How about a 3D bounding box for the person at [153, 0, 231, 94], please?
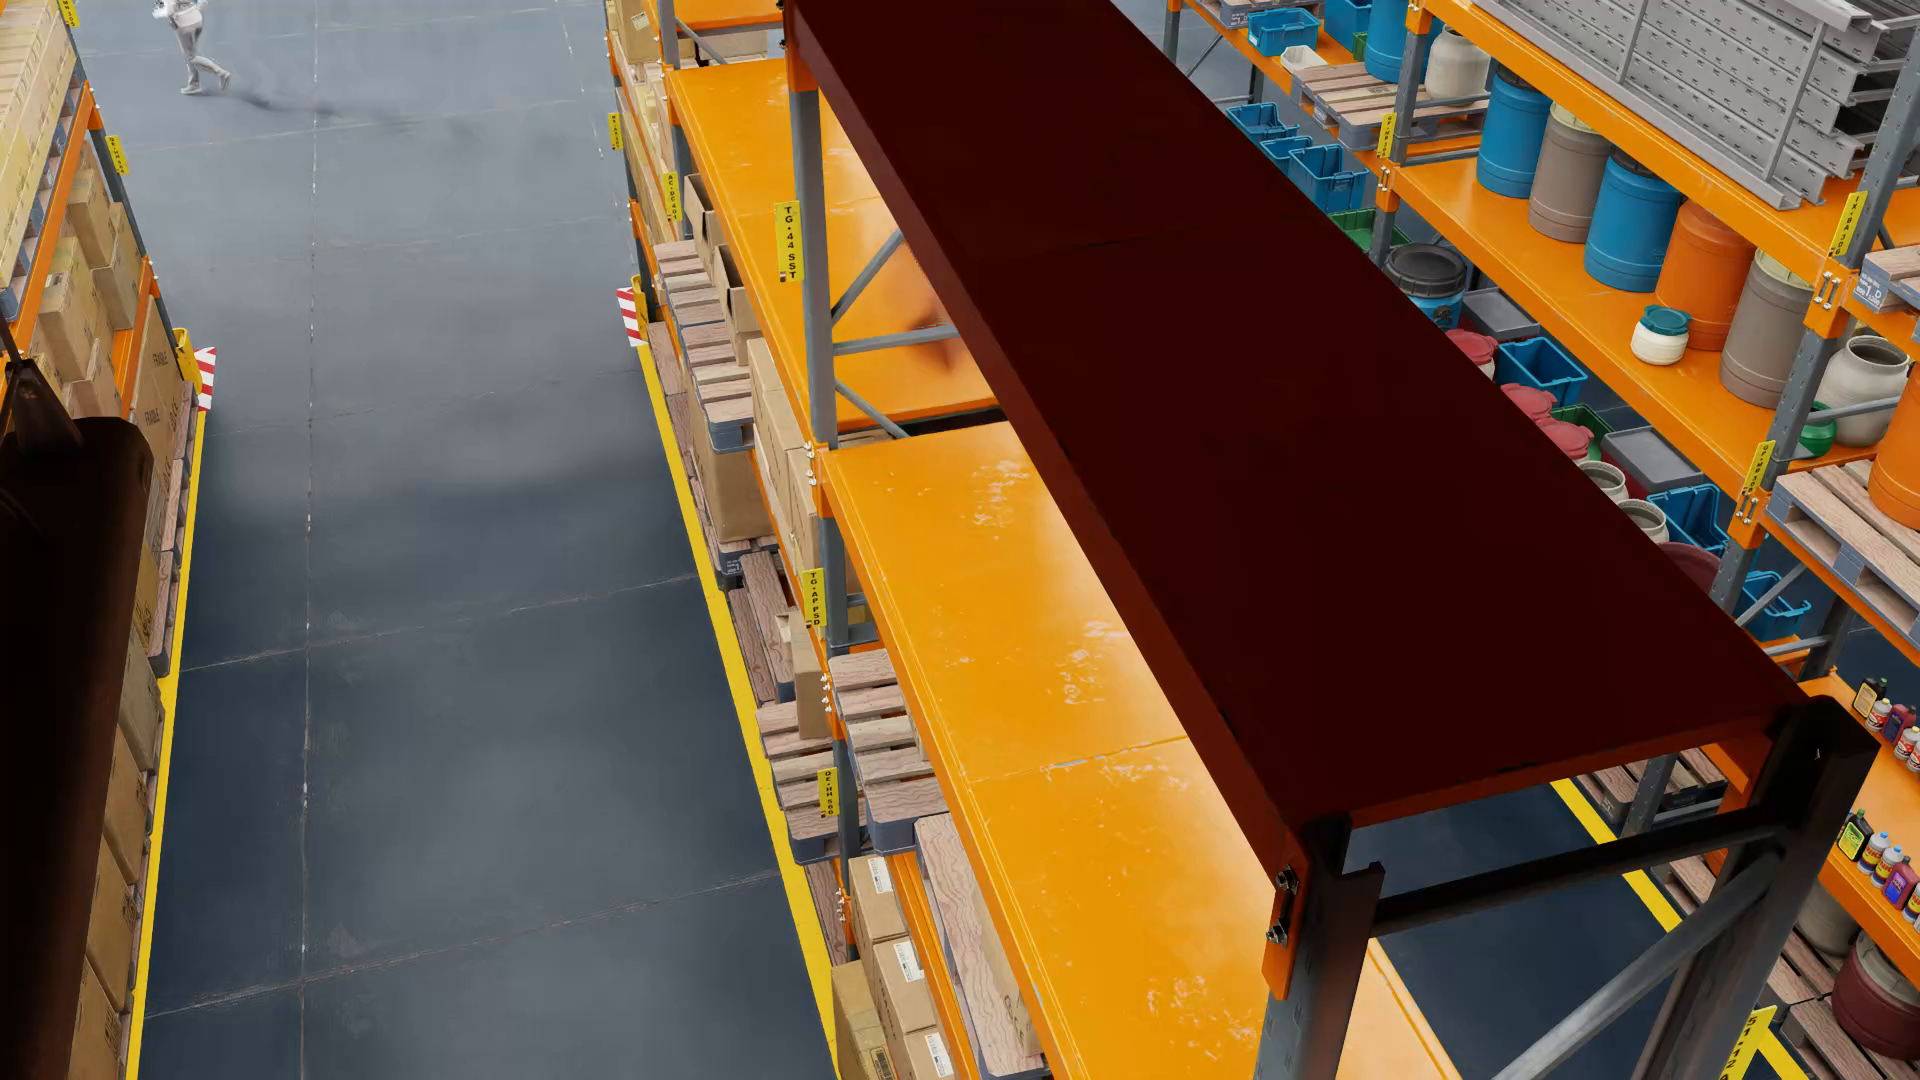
[{"bbox_3d":[-8.709,-5.819,18.839,0.842,1.696,0.618,12,40,15],"label":"person"}]
